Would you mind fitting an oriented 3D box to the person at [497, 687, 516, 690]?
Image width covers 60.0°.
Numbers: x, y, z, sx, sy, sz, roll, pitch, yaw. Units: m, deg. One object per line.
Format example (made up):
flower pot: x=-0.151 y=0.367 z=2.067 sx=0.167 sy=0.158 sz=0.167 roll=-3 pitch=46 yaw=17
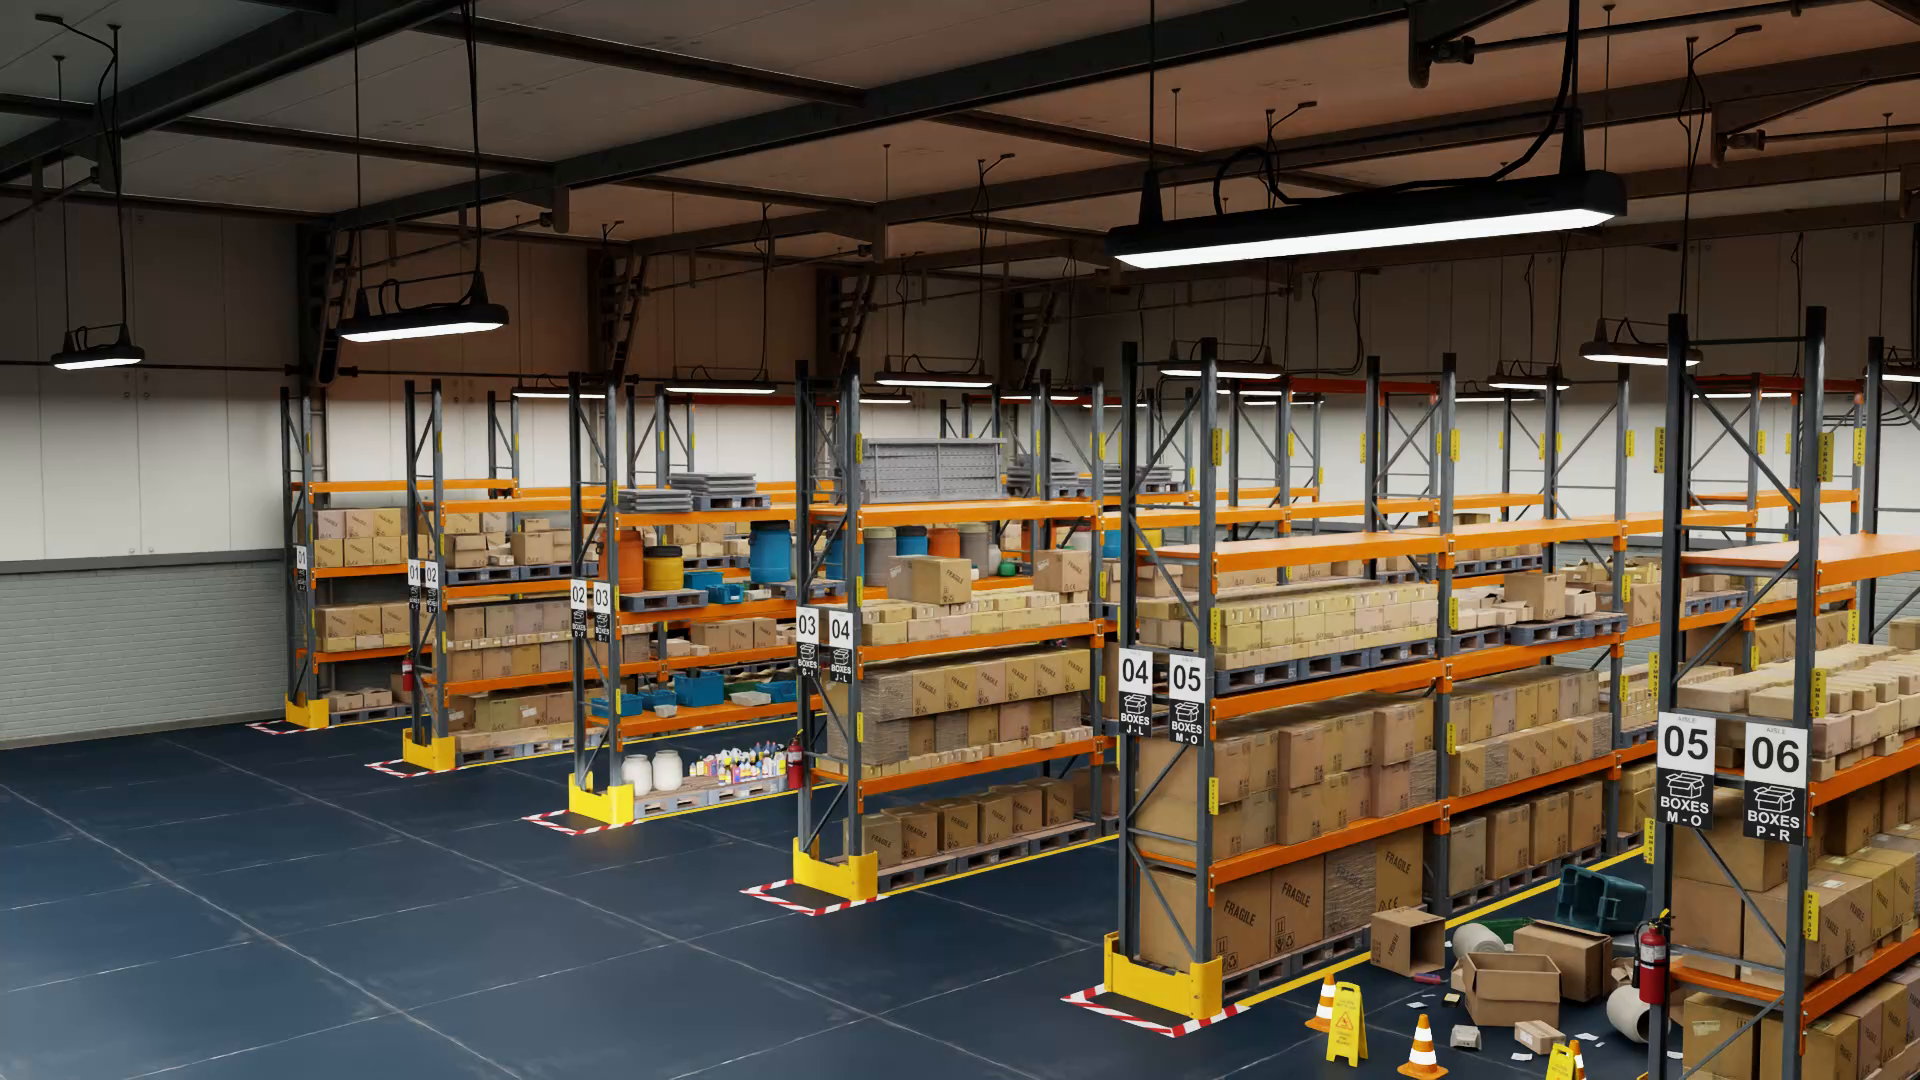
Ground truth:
person: x=-8.003 y=2.467 z=29.056 sx=0.512 sy=1.642 sz=0.888 roll=1 pitch=4 yaw=21
